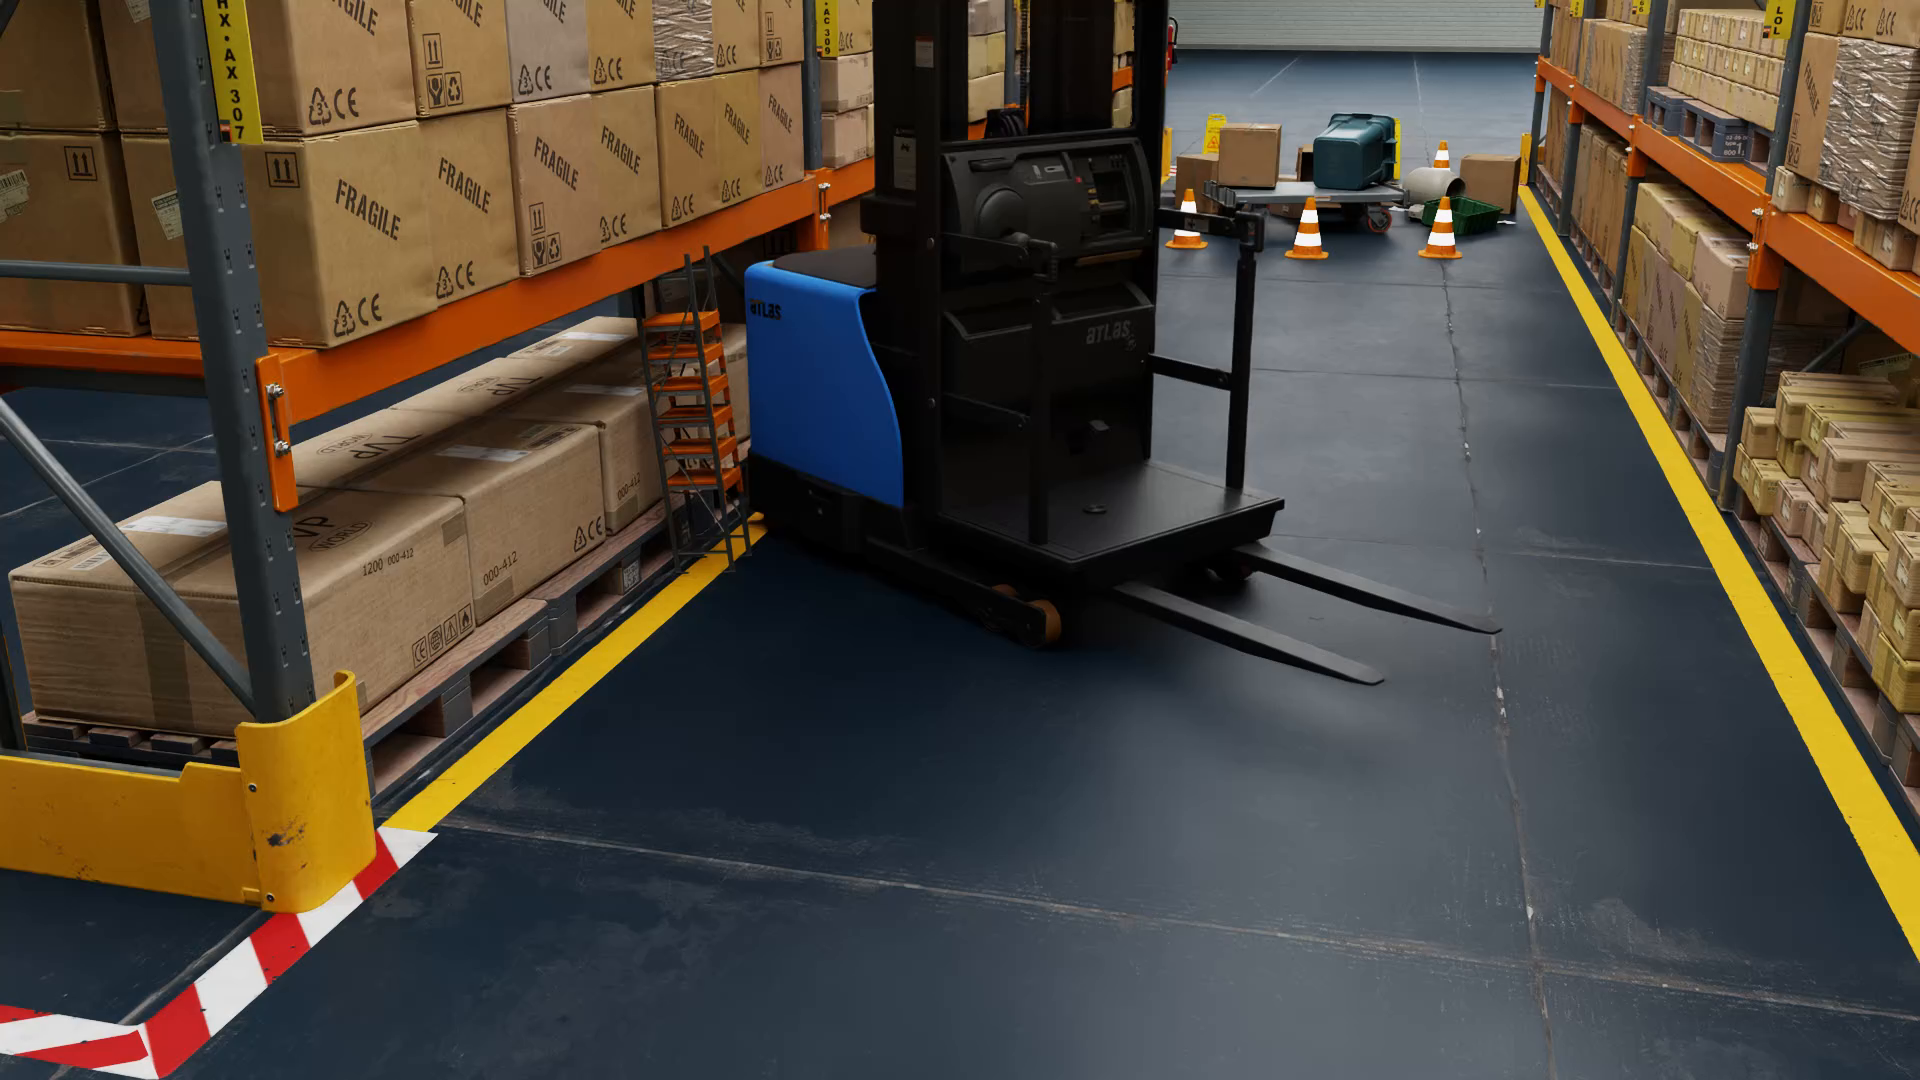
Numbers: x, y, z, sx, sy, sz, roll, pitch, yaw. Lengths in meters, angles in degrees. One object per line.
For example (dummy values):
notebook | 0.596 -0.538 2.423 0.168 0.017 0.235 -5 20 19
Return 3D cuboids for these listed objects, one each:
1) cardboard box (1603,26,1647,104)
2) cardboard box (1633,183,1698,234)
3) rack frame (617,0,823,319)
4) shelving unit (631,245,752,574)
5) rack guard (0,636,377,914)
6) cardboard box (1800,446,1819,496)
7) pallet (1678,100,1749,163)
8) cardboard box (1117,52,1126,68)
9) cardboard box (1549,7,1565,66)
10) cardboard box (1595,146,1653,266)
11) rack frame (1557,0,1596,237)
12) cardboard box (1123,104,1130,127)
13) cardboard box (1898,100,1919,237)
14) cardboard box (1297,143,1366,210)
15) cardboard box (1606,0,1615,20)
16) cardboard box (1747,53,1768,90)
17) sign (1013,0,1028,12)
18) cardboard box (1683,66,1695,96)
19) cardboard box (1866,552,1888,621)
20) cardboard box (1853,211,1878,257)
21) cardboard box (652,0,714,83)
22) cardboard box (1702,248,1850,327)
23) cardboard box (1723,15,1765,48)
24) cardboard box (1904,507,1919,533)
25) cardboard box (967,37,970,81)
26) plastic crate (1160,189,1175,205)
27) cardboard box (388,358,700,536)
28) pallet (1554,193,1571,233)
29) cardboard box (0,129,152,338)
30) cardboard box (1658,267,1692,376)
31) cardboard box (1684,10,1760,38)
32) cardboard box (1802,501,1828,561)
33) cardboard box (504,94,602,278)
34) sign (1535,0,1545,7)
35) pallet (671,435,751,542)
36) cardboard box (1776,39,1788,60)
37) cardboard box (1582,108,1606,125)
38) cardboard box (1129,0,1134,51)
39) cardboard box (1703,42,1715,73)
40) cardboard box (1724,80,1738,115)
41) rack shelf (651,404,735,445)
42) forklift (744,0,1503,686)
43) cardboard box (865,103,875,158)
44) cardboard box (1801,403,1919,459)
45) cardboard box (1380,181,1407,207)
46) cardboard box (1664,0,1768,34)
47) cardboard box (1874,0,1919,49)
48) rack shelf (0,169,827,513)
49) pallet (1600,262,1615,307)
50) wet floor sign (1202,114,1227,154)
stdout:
cardboard box | 4.780 -3.286 11.512 0.500 0.500 0.500 4 19 12
cardboard box | 4.281 -1.937 9.775 0.500 0.250 0.500 4 19 11
rack frame | -1.117 -1.869 7.518 1.000 3.000 0.127 5 19 13
shelving unit | -0.996 -0.472 6.177 0.258 1.200 0.189 -1 18 14
rack guard | -2.101 0.575 4.230 1.175 0.500 0.348 5 19 13
cardboard box | 3.309 -0.246 6.068 0.380 0.149 0.250 5 19 13
pallet | 4.241 -2.049 8.342 1.003 0.211 1.213 5 19 13
cardboard box | 1.366 -4.574 15.828 0.380 0.149 0.250 5 20 15
cardboard box | 6.221 -4.882 16.108 0.875 0.550 0.550 5 19 13
cardboard box | 5.131 -2.355 11.774 1.050 0.750 0.750 5 19 14
rack frame | 5.662 -4.017 13.808 1.000 3.000 0.127 5 19 13
cardboard box | 1.363 -3.961 16.088 0.500 0.500 0.500 5 20 16
cardboard box | 2.967 -1.081 4.598 0.500 0.500 0.500 6 20 16
cardboard box | 3.620 -3.469 15.854 0.797 0.637 0.503 5 19 13
cardboard box | 5.546 -4.381 13.173 0.700 0.500 0.500 4 19 12
cardboard box | 3.802 -2.117 7.523 0.380 0.149 0.250 4 19 12
sign | 0.399 -3.628 10.876 0.100 0.325 0.005 5 19 13
cardboard box | 4.248 -2.550 9.252 0.380 0.149 0.250 6 20 16
cardboard box | 2.902 0.161 4.877 0.380 0.149 0.250 6 20 16
cardboard box | 3.118 -0.995 5.347 0.380 0.149 0.250 5 19 14
cardboard box | -1.212 -1.901 5.911 0.500 0.500 0.500 5 19 14
cardboard box | 3.644 -1.134 7.423 0.500 0.250 0.500 4 19 12
cardboard box | 4.000 -2.505 8.200 0.380 0.149 0.250 4 19 13
cardboard box | 2.979 0.023 4.820 0.380 0.149 0.250 4 19 12
cardboard box | -0.239 -2.793 9.683 0.500 0.250 0.500 4 19 12
plastic crate | 2.016 -3.422 16.582 0.402 0.080 0.583 -2 19 -6
cardboard box | -1.593 -0.386 6.491 0.875 0.438 0.875 4 19 12
pallet | 5.924 -2.930 14.938 1.003 0.211 1.213 5 19 13
cardboard box | -2.234 -0.834 4.335 0.500 0.500 0.500 5 19 14
cardboard box | 3.899 -1.098 8.480 0.500 0.500 0.500 4 19 12
cardboard box | 4.321 -2.911 9.387 0.380 0.149 0.250 4 19 12
cardboard box | 3.218 -0.021 5.871 0.380 0.149 0.250 4 19 12
cardboard box | -1.461 -1.109 5.139 0.500 0.500 0.500 5 19 13
sign | 6.102 -5.764 17.459 0.100 0.325 0.005 5 19 13
pallet | -1.379 -0.317 7.289 1.003 0.211 1.213 5 19 13
cardboard box | 3.681 -2.096 7.003 0.380 0.149 0.250 4 19 12
cardboard box | 5.883 -3.402 14.644 0.875 0.875 0.875 5 19 14
cardboard box | 1.450 -4.996 16.058 0.500 0.500 0.500 4 19 13
cardboard box | 4.122 -2.522 8.709 0.380 0.149 0.250 5 19 13
cardboard box | 3.928 -2.138 8.046 0.380 0.149 0.250 6 20 16
rack shelf | -0.992 -0.430 6.191 0.258 0.103 0.180 -1 18 14
forklift | 0.465 -1.204 5.677 1.130 2.935 3.031 -15 24 -38
cardboard box | -0.629 -2.077 8.360 0.500 0.250 0.500 4 19 12
cardboard box | 3.283 -0.384 6.012 0.380 0.149 0.250 4 19 13
cardboard box | 4.296 -3.407 16.253 0.396 0.266 0.258 8 21 23
cardboard box | 4.804 -3.424 10.369 0.700 0.500 0.500 5 19 13
cardboard box | 3.096 -1.729 4.948 0.500 0.500 0.500 5 19 14
rack shelf | -1.606 -0.901 5.799 1.077 0.370 4.000 5 19 13
pallet | 4.950 -1.685 11.294 1.003 0.211 1.213 5 19 13
wet floor sign | 2.898 -4.491 18.837 0.267 0.644 0.232 12 22 32
